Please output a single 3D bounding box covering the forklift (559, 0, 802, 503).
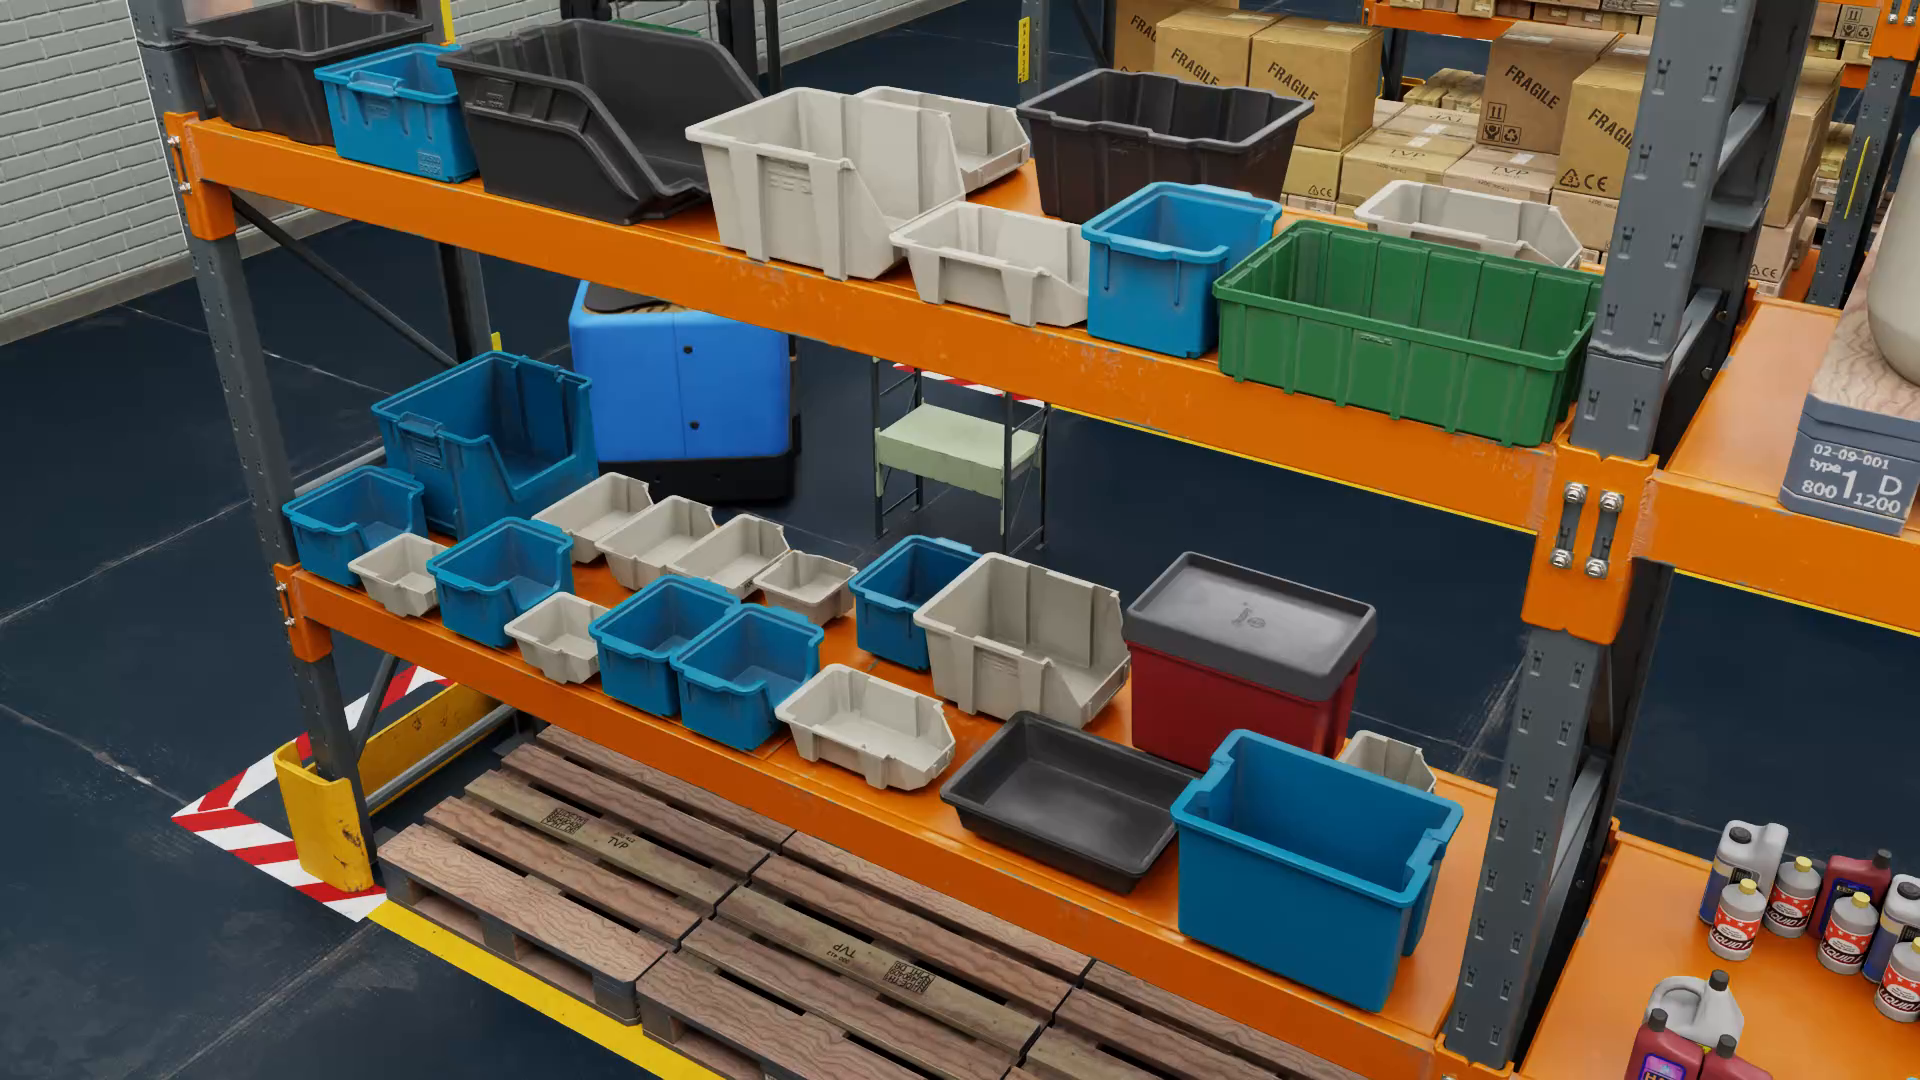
[{"bbox_3d":[-1.492,-2.160,9.043,1.130,2.935,3.031,-2,30,-4],"label":"forklift"}]

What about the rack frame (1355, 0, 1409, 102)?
[{"bbox_3d":[3.359,-4.496,12.980,0.127,3.000,1.000,18,35,27],"label":"rack frame"}]

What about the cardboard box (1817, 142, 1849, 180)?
[{"bbox_3d":[6.069,-2.667,11.667,0.250,0.149,0.380,18,35,28],"label":"cardboard box"}]

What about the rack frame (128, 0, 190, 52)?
[{"bbox_3d":[-1.997,-2.883,4.262,0.127,3.000,1.000,18,35,27],"label":"rack frame"}]

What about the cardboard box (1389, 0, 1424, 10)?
[{"bbox_3d":[3.459,-4.161,12.655,0.250,0.149,0.380,17,34,27],"label":"cardboard box"}]

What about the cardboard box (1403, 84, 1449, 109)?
[{"bbox_3d":[3.622,-3.418,12.953,0.250,0.149,0.380,16,34,25],"label":"cardboard box"}]

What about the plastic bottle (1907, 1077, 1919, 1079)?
[{"bbox_3d":[1.941,1.192,3.428,0.097,0.201,0.097,0,30,0],"label":"plastic bottle"}]

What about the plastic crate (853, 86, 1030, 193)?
[{"bbox_3d":[-0.115,-1.026,4.317,0.530,0.136,0.437,18,35,27],"label":"plastic crate"}]

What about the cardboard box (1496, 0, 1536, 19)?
[{"bbox_3d":[4.188,-4.004,12.386,0.250,0.149,0.380,19,35,30],"label":"cardboard box"}]

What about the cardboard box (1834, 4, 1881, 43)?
[{"bbox_3d":[6.187,-3.605,11.058,0.500,0.500,0.500,18,35,27],"label":"cardboard box"}]

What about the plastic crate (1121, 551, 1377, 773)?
[{"bbox_3d":[0.768,0.380,4.500,0.583,0.464,0.402,18,35,27],"label":"plastic crate"}]

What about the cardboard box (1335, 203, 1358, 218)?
[{"bbox_3d":[2.065,-1.650,8.351,0.250,0.149,0.380,17,34,26],"label":"cardboard box"}]

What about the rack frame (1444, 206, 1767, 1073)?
[{"bbox_3d":[1.391,0.779,3.937,0.127,3.000,1.000,18,35,27],"label":"rack frame"}]

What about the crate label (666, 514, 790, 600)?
[{"bbox_3d":[-0.723,0.085,5.330,0.243,0.136,0.396,18,35,27],"label":"crate label"}]

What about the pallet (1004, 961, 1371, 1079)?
[{"bbox_3d":[0.748,1.803,4.949,1.213,0.211,1.003,18,35,27],"label":"pallet"}]

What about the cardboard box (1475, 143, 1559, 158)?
[{"bbox_3d":[2.905,-1.908,8.397,0.500,0.250,0.500,18,35,29],"label":"cardboard box"}]

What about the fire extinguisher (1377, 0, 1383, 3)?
[{"bbox_3d":[3.391,-4.566,13.547,0.183,0.674,0.296,18,35,27],"label":"fire extinguisher"}]

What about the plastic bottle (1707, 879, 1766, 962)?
[{"bbox_3d":[1.846,0.891,3.943,0.097,0.201,0.097,0,30,0],"label":"plastic bottle"}]

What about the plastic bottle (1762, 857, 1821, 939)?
[{"bbox_3d":[2.009,0.852,4.010,0.097,0.201,0.097,0,30,0],"label":"plastic bottle"}]

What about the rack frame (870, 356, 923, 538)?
[{"bbox_3d":[-0.304,-0.744,8.037,0.023,1.500,0.400,18,35,27],"label":"rack frame"}]

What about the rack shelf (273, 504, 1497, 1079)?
[{"bbox_3d":[-0.303,0.554,5.037,4.000,0.370,1.077,18,35,27],"label":"rack shelf"}]

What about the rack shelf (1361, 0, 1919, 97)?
[{"bbox_3d":[5.053,-3.649,12.243,4.000,0.370,1.077,18,35,27],"label":"rack shelf"}]

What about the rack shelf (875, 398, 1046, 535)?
[{"bbox_3d":[0.006,-0.364,8.033,0.720,0.370,0.431,18,35,27],"label":"rack shelf"}]

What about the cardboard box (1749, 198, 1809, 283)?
[{"bbox_3d":[3.511,-1.405,7.534,0.500,0.250,0.500,17,34,26],"label":"cardboard box"}]

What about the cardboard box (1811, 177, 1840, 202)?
[{"bbox_3d":[6.075,-2.519,11.708,0.250,0.149,0.380,16,34,25],"label":"cardboard box"}]

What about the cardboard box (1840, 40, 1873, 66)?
[{"bbox_3d":[6.104,-3.315,11.205,0.250,0.149,0.380,17,34,26],"label":"cardboard box"}]

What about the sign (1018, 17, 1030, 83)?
[{"bbox_3d":[0.336,-2.579,8.756,0.005,0.325,0.100,18,35,27],"label":"sign"}]

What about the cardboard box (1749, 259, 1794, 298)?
[{"bbox_3d":[3.592,-1.168,7.525,0.250,0.149,0.380,18,35,28],"label":"cardboard box"}]

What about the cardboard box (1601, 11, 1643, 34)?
[{"bbox_3d":[4.807,-3.765,11.976,0.250,0.149,0.380,19,35,29],"label":"cardboard box"}]

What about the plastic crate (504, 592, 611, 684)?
[{"bbox_3d":[-1.161,0.305,4.952,0.298,0.136,0.250,18,35,27],"label":"plastic crate"}]

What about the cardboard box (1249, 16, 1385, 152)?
[{"bbox_3d":[1.765,-2.280,8.290,0.500,0.500,0.500,17,34,26],"label":"cardboard box"}]

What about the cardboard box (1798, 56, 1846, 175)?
[{"bbox_3d":[3.754,-1.960,7.742,0.500,0.500,0.500,18,35,27],"label":"cardboard box"}]

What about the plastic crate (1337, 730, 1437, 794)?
[{"bbox_3d":[1.073,0.682,4.307,0.243,0.136,0.396,18,35,27],"label":"plastic crate"}]

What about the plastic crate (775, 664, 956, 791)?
[{"bbox_3d":[-0.244,0.529,4.568,0.466,0.136,0.293,18,35,27],"label":"plastic crate"}]

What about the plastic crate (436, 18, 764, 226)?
[{"bbox_3d":[-0.849,-1.034,4.131,0.767,0.338,0.504,18,35,27],"label":"plastic crate"}]

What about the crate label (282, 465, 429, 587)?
[{"bbox_3d":[-1.963,-0.039,5.447,0.303,0.233,0.416,18,35,27],"label":"crate label"}]

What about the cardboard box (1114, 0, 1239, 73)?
[{"bbox_3d":[1.189,-2.775,9.140,0.500,0.500,0.500,18,35,28],"label":"cardboard box"}]

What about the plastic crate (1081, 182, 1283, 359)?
[{"bbox_3d":[0.450,-0.552,3.408,0.300,0.233,0.416,18,35,27],"label":"plastic crate"}]

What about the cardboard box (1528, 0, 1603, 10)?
[{"bbox_3d":[4.467,-4.160,12.010,0.500,0.500,0.500,18,35,28],"label":"cardboard box"}]

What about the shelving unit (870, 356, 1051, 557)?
[{"bbox_3d":[0.006,-0.646,7.869,0.755,1.500,0.431,18,35,27],"label":"shelving unit"}]

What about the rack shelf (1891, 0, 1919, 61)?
[{"bbox_3d":[5.718,-1.784,6.068,4.000,0.370,1.077,18,35,27],"label":"rack shelf"}]

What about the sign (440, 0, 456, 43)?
[{"bbox_3d":[-1.718,-1.782,5.455,0.005,0.325,0.100,18,35,27],"label":"sign"}]

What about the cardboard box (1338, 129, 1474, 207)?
[{"bbox_3d":[2.211,-1.816,8.240,0.500,0.250,0.500,17,34,26],"label":"cardboard box"}]

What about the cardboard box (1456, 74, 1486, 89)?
[{"bbox_3d":[4.124,-3.577,13.227,0.250,0.149,0.380,18,35,28],"label":"cardboard box"}]

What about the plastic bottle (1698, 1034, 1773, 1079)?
[{"bbox_3d":[1.588,1.146,3.425,0.133,0.283,0.061,18,35,27],"label":"plastic bottle"}]
